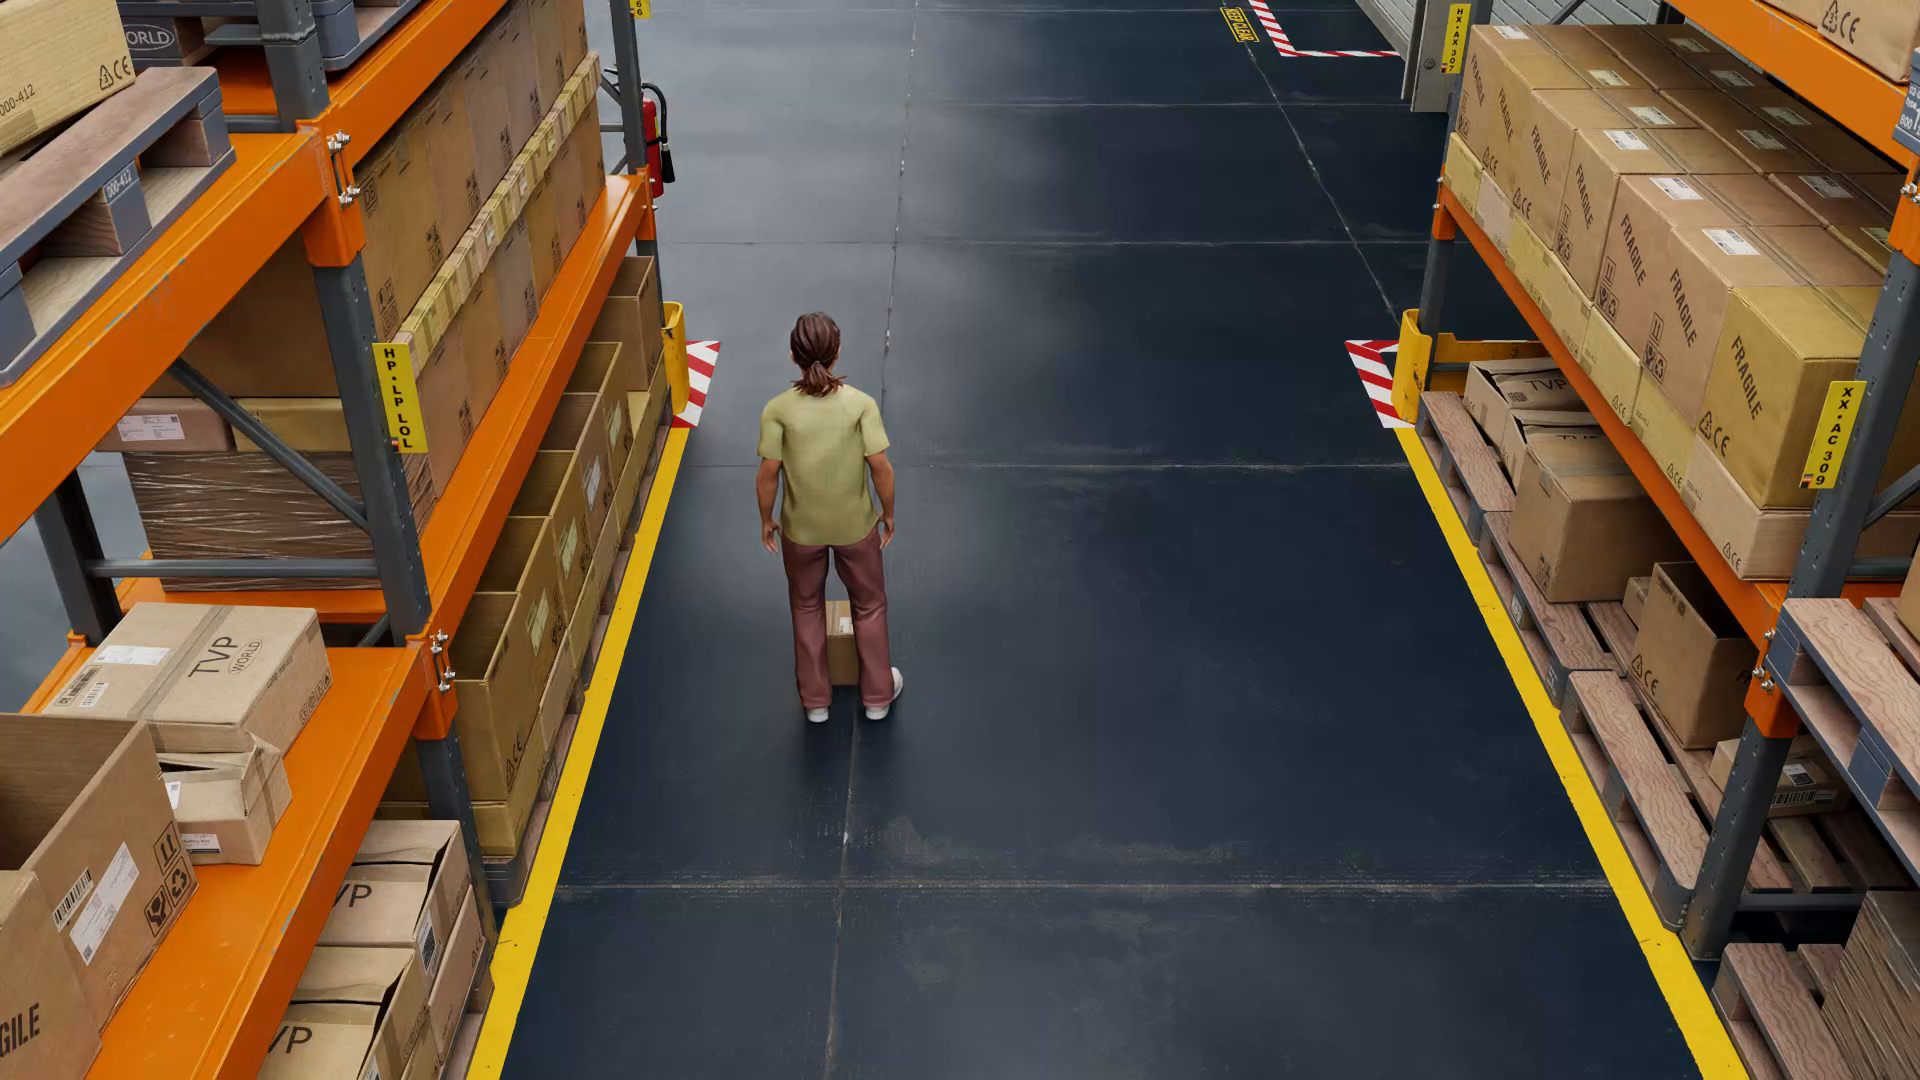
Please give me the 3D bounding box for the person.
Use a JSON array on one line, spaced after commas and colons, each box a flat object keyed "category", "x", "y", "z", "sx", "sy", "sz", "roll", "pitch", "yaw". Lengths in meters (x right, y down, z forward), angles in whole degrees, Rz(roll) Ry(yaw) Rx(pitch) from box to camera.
[{"category": "person", "x": -0.487, "y": -0.045, "z": 6.231, "sx": 0.521, "sy": 1.651, "sz": 0.354, "roll": -2, "pitch": 32, "yaw": -3}]
